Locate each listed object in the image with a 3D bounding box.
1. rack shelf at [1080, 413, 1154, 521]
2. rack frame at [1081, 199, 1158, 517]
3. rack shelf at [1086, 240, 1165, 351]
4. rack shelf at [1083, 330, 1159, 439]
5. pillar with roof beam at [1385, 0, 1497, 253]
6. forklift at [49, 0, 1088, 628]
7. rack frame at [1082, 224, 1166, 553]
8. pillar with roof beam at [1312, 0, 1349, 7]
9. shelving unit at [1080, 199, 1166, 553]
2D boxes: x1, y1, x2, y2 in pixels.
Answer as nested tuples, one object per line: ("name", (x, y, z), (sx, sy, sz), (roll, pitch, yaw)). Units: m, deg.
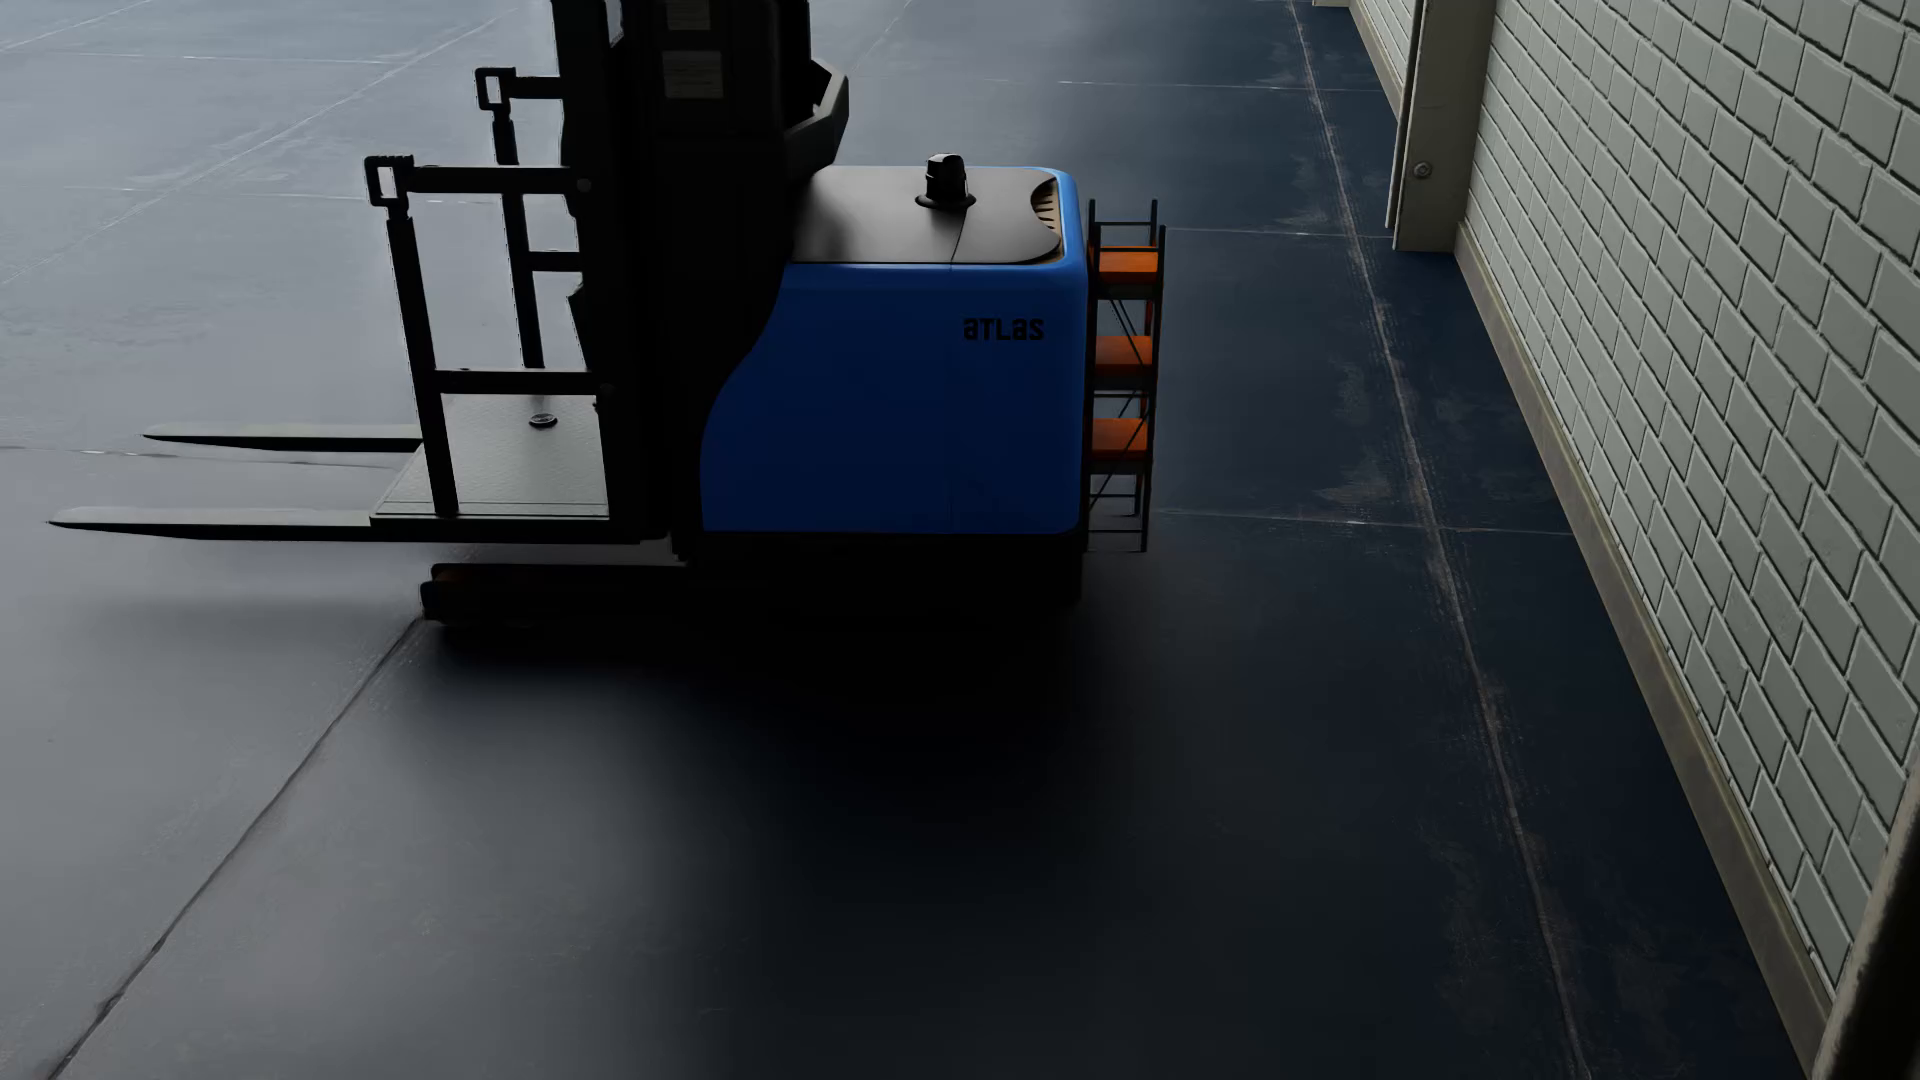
("rack shelf", (0.481, -0.229, 5.176), (0.215, 0.259, 0.240), (0, 28, 0))
("rack frame", (0.482, -0.541, 5.147), (0.200, 1.050, 0.008), (0, 28, 0))
("rack shelf", (0.481, -0.723, 4.910), (0.215, 0.259, 0.240), (0, 28, 0))
("rack shelf", (0.481, -0.473, 5.044), (0.215, 0.259, 0.240), (0, 28, 0))
("pillar with roof beam", (-2.071, -5.648, 6.246), (9.100, 9.000, 0.400), (3, 28, 6))
("forklift", (-1.156, -1.288, 4.550), (3.031, 2.935, 1.130), (1, 28, 1))
("rack frame", (0.480, -0.425, 4.932), (0.200, 1.050, 0.008), (0, 28, 0))
("pillar with roof beam", (-1.335, -8.472, 11.488), (9.100, 9.000, 0.400), (3, 28, 6))
("shelving unit", (0.481, -0.483, 5.039), (0.215, 1.050, 0.252), (0, 28, 0))
